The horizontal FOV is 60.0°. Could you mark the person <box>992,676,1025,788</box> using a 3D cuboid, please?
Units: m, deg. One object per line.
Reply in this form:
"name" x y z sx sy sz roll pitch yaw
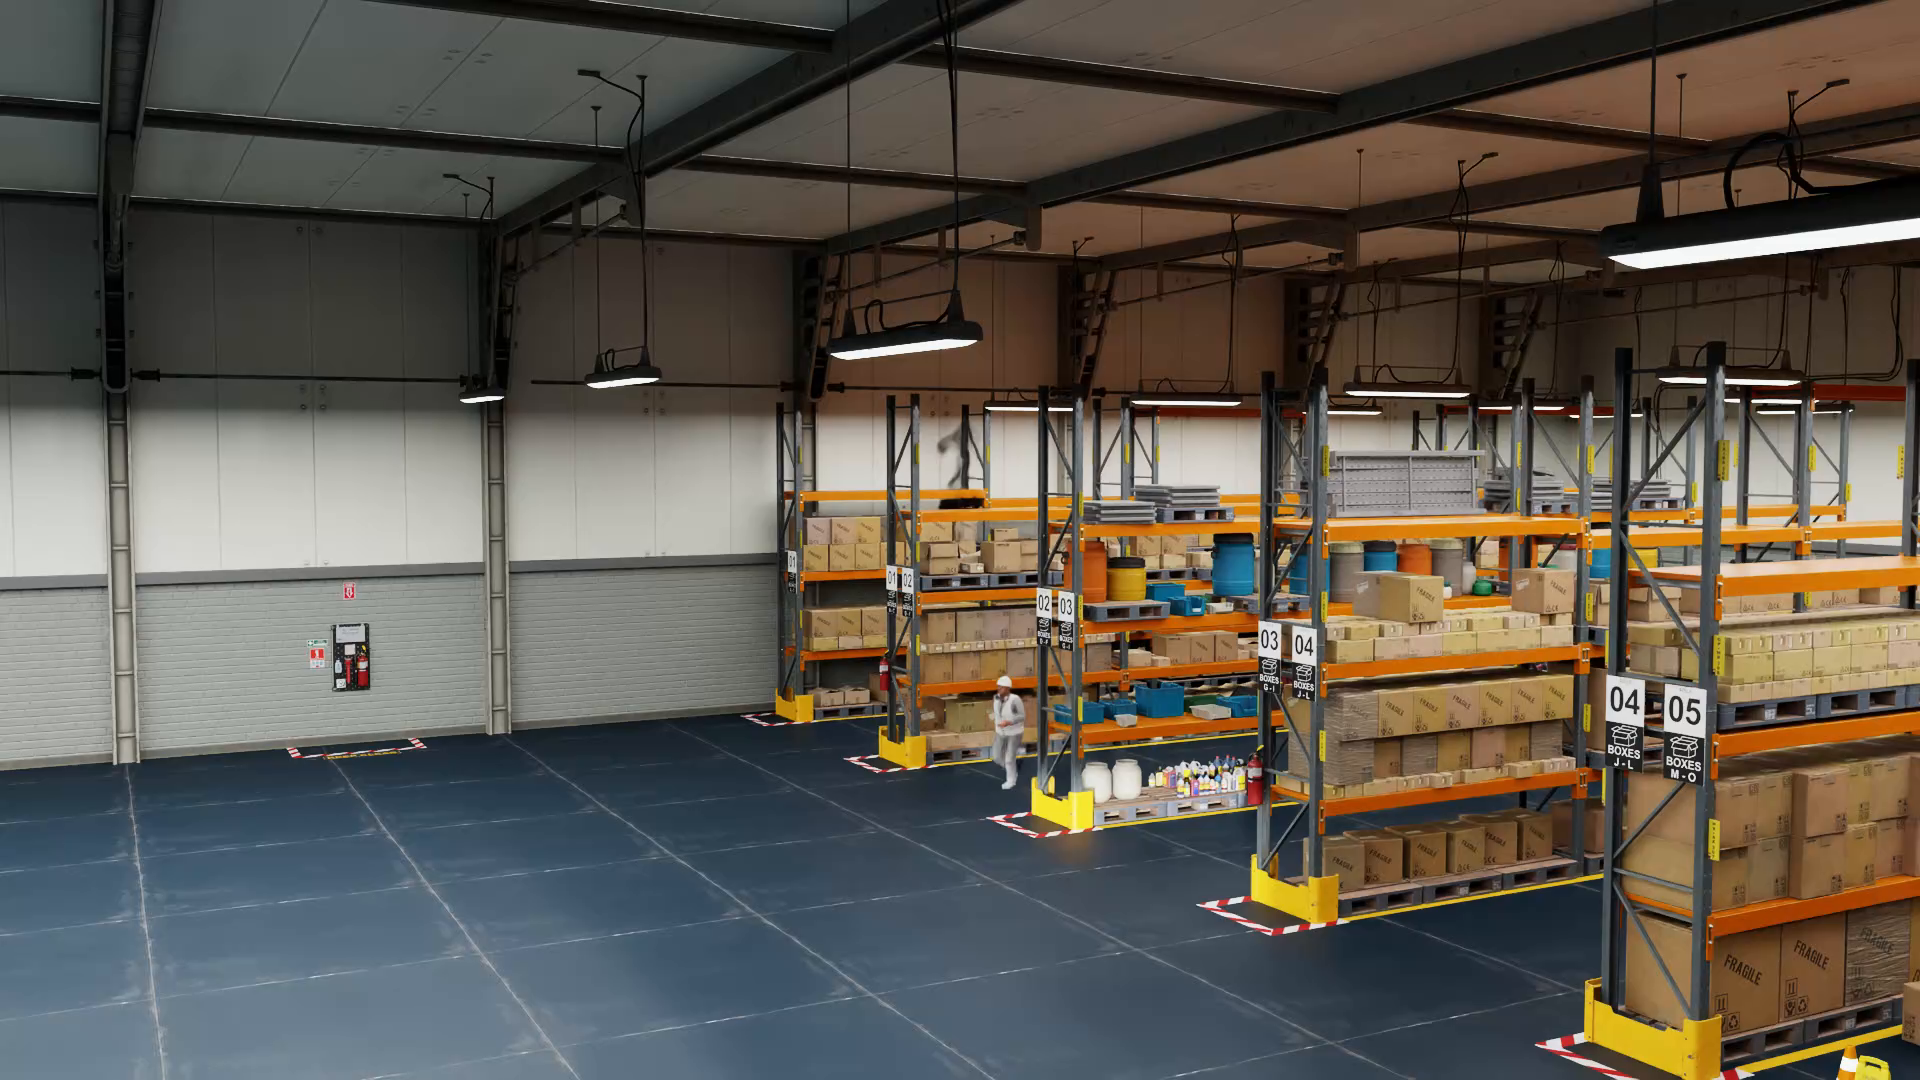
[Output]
"person" 0.705 2.892 24.989 0.635 1.711 0.636 2 4 32
